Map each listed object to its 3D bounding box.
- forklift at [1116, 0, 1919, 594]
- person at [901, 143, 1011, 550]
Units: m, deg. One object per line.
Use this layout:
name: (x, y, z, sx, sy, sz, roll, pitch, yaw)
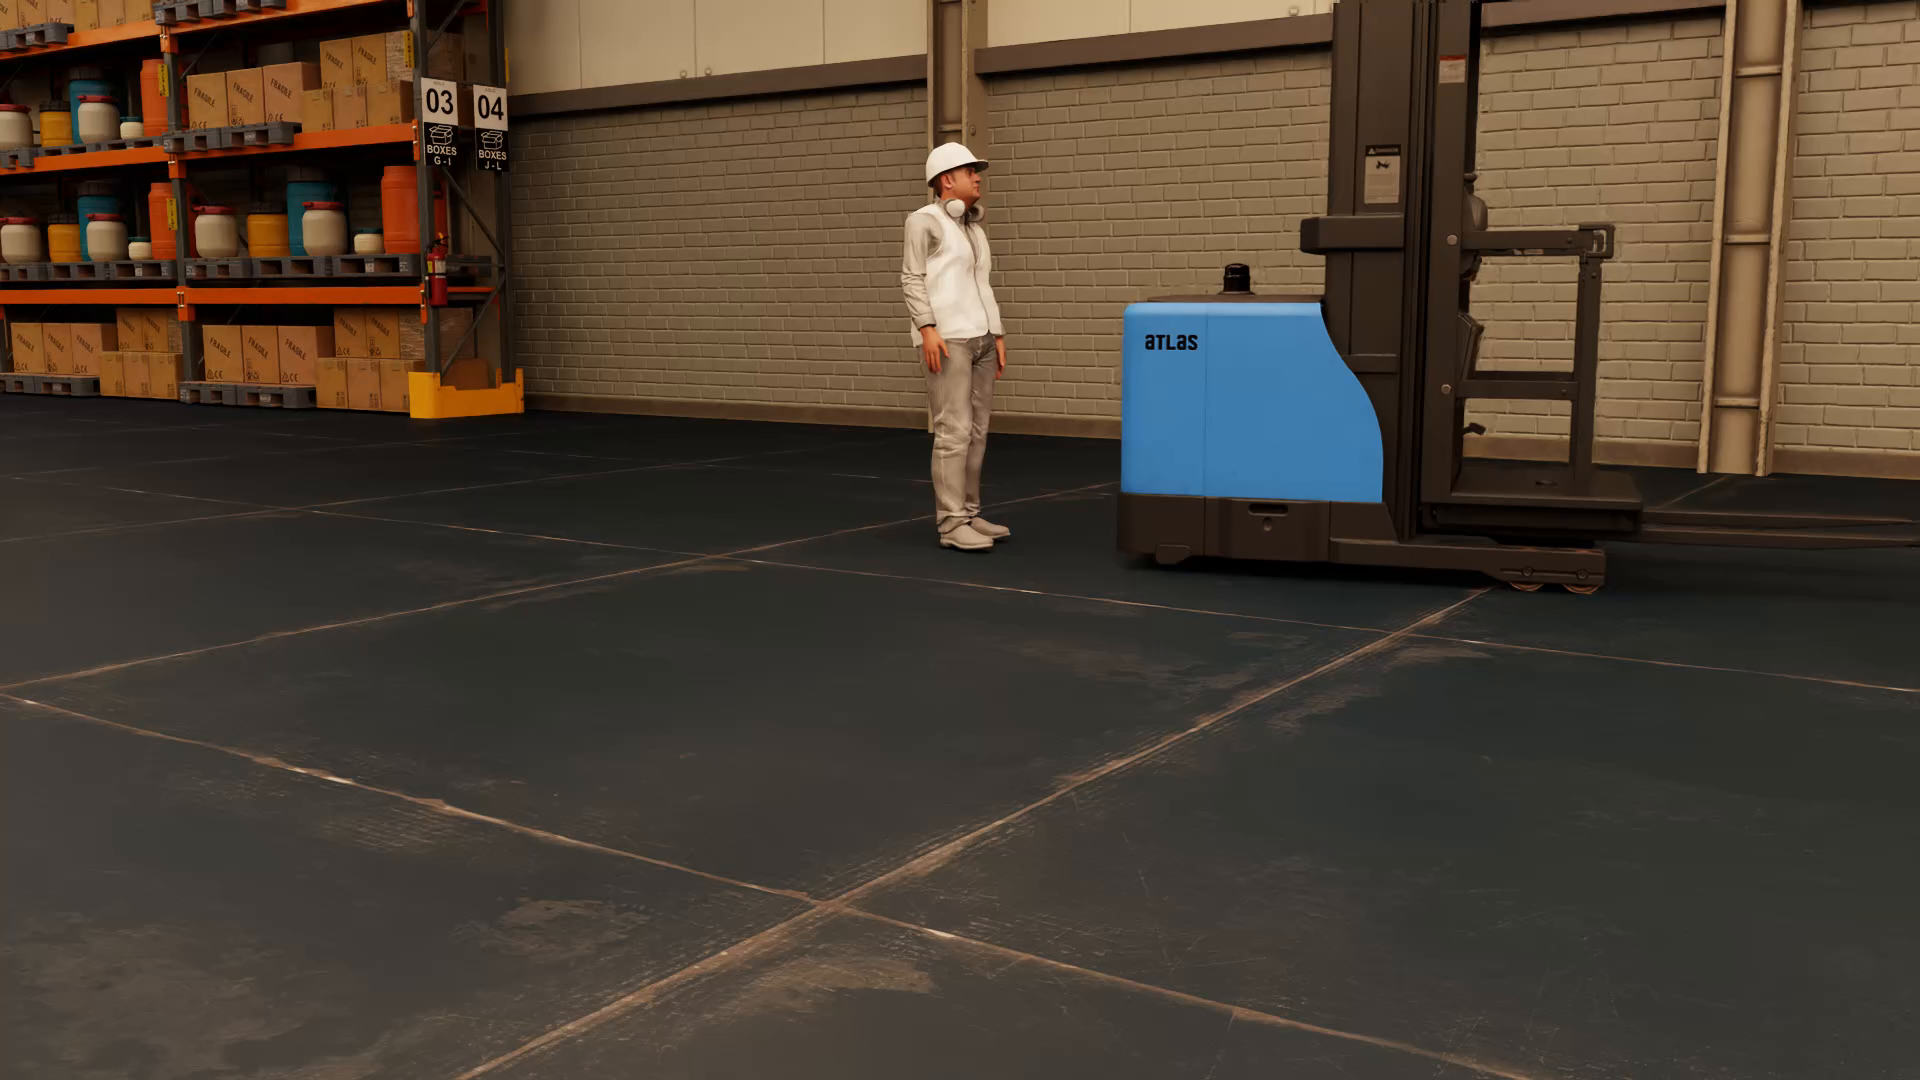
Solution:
forklift: (2.216, -1.333, 6.565, 3.031, 2.935, 1.130, 3, 9, 19)
person: (0.047, -0.880, 7.437, 0.568, 1.773, 0.632, 5, 10, 34)
